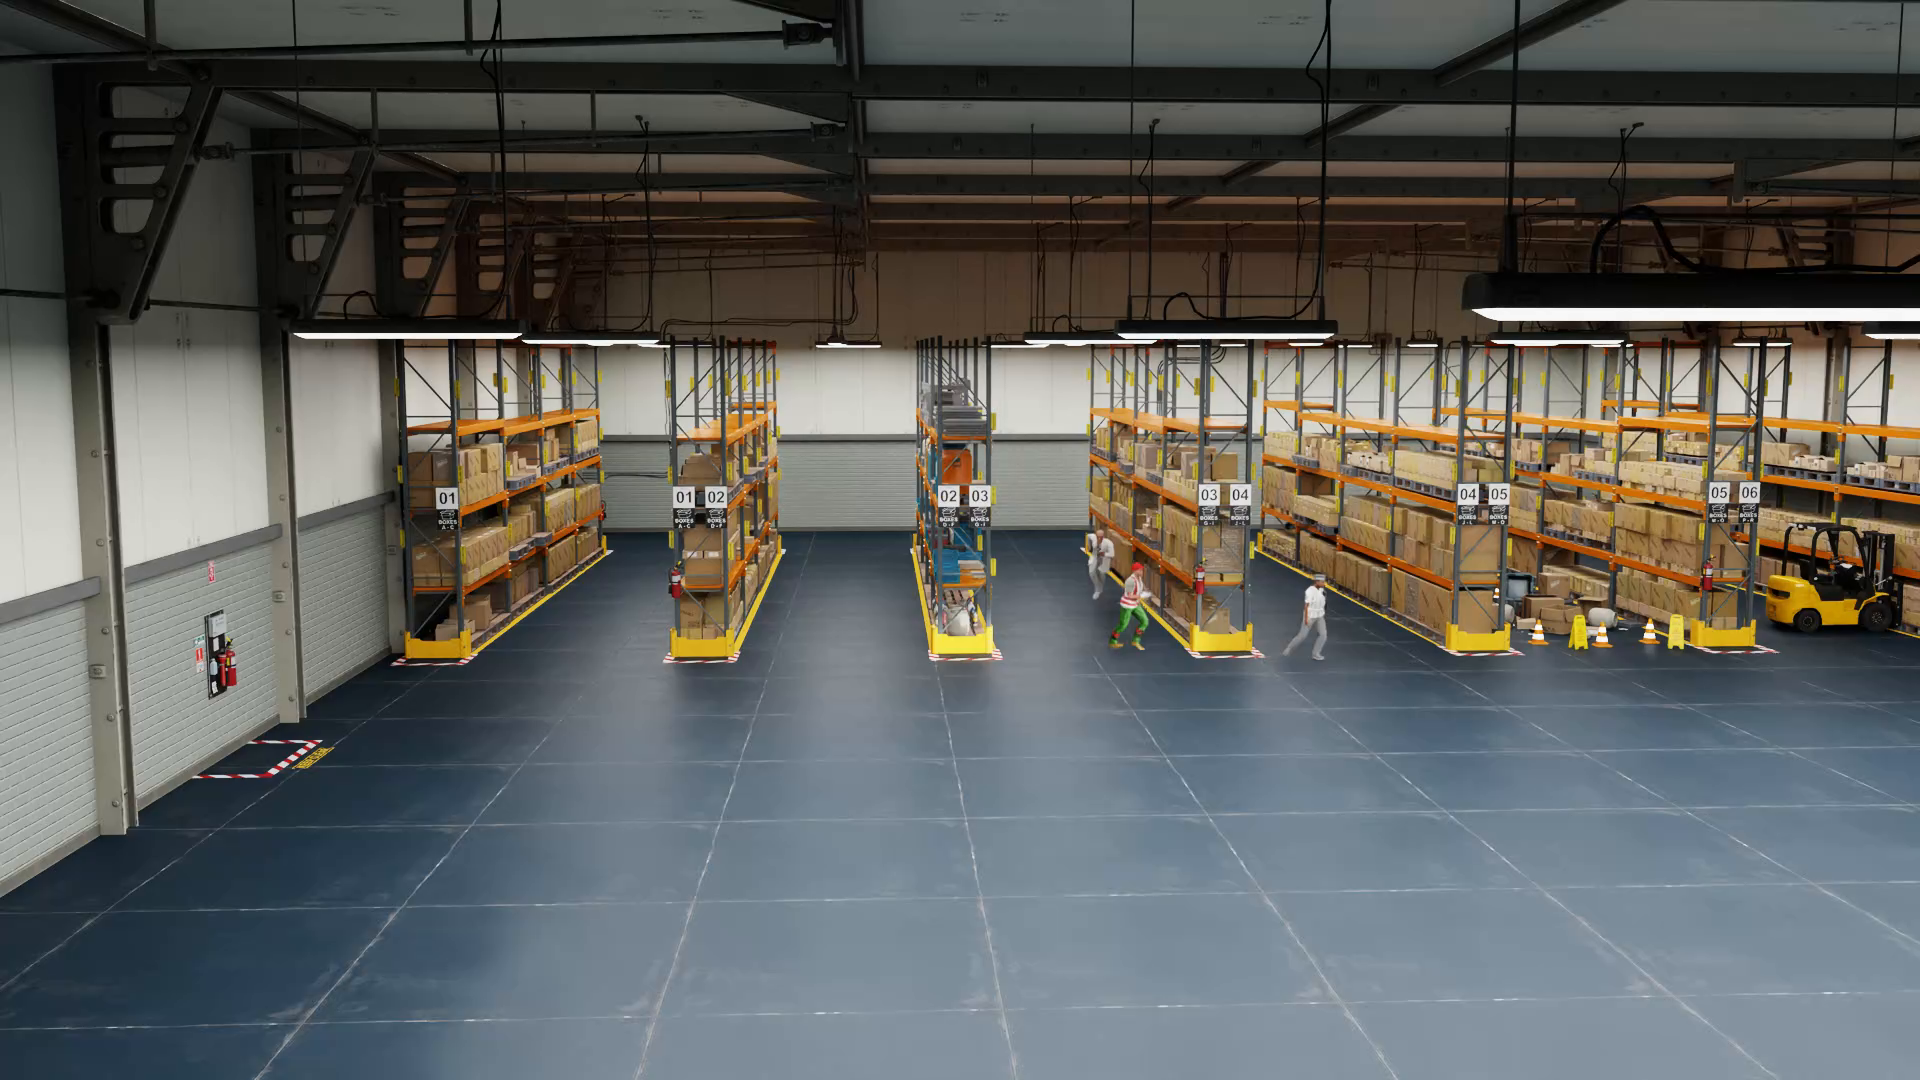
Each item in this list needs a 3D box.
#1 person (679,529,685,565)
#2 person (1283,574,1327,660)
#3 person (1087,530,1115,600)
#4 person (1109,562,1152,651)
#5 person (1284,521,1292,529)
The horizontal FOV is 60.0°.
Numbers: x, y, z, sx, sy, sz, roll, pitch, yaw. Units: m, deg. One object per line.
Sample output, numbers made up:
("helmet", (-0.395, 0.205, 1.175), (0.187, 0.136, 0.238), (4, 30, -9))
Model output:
("person", (-7.248, -0.060, 44.231), (0.577, 1.545, 0.774), (-1, 7, -11))
("person", (6.425, 1.414, 30.941), (0.681, 1.605, 0.656), (-3, 7, -26))
("person", (3.120, 0.510, 36.841), (0.692, 1.558, 1.223), (1, 7, 13))
("person", (3.264, 1.265, 31.676), (0.947, 1.723, 0.629), (5, 8, 38))
("person", (9.838, -0.593, 48.819), (0.663, 1.636, 0.530), (1, 7, 7))
